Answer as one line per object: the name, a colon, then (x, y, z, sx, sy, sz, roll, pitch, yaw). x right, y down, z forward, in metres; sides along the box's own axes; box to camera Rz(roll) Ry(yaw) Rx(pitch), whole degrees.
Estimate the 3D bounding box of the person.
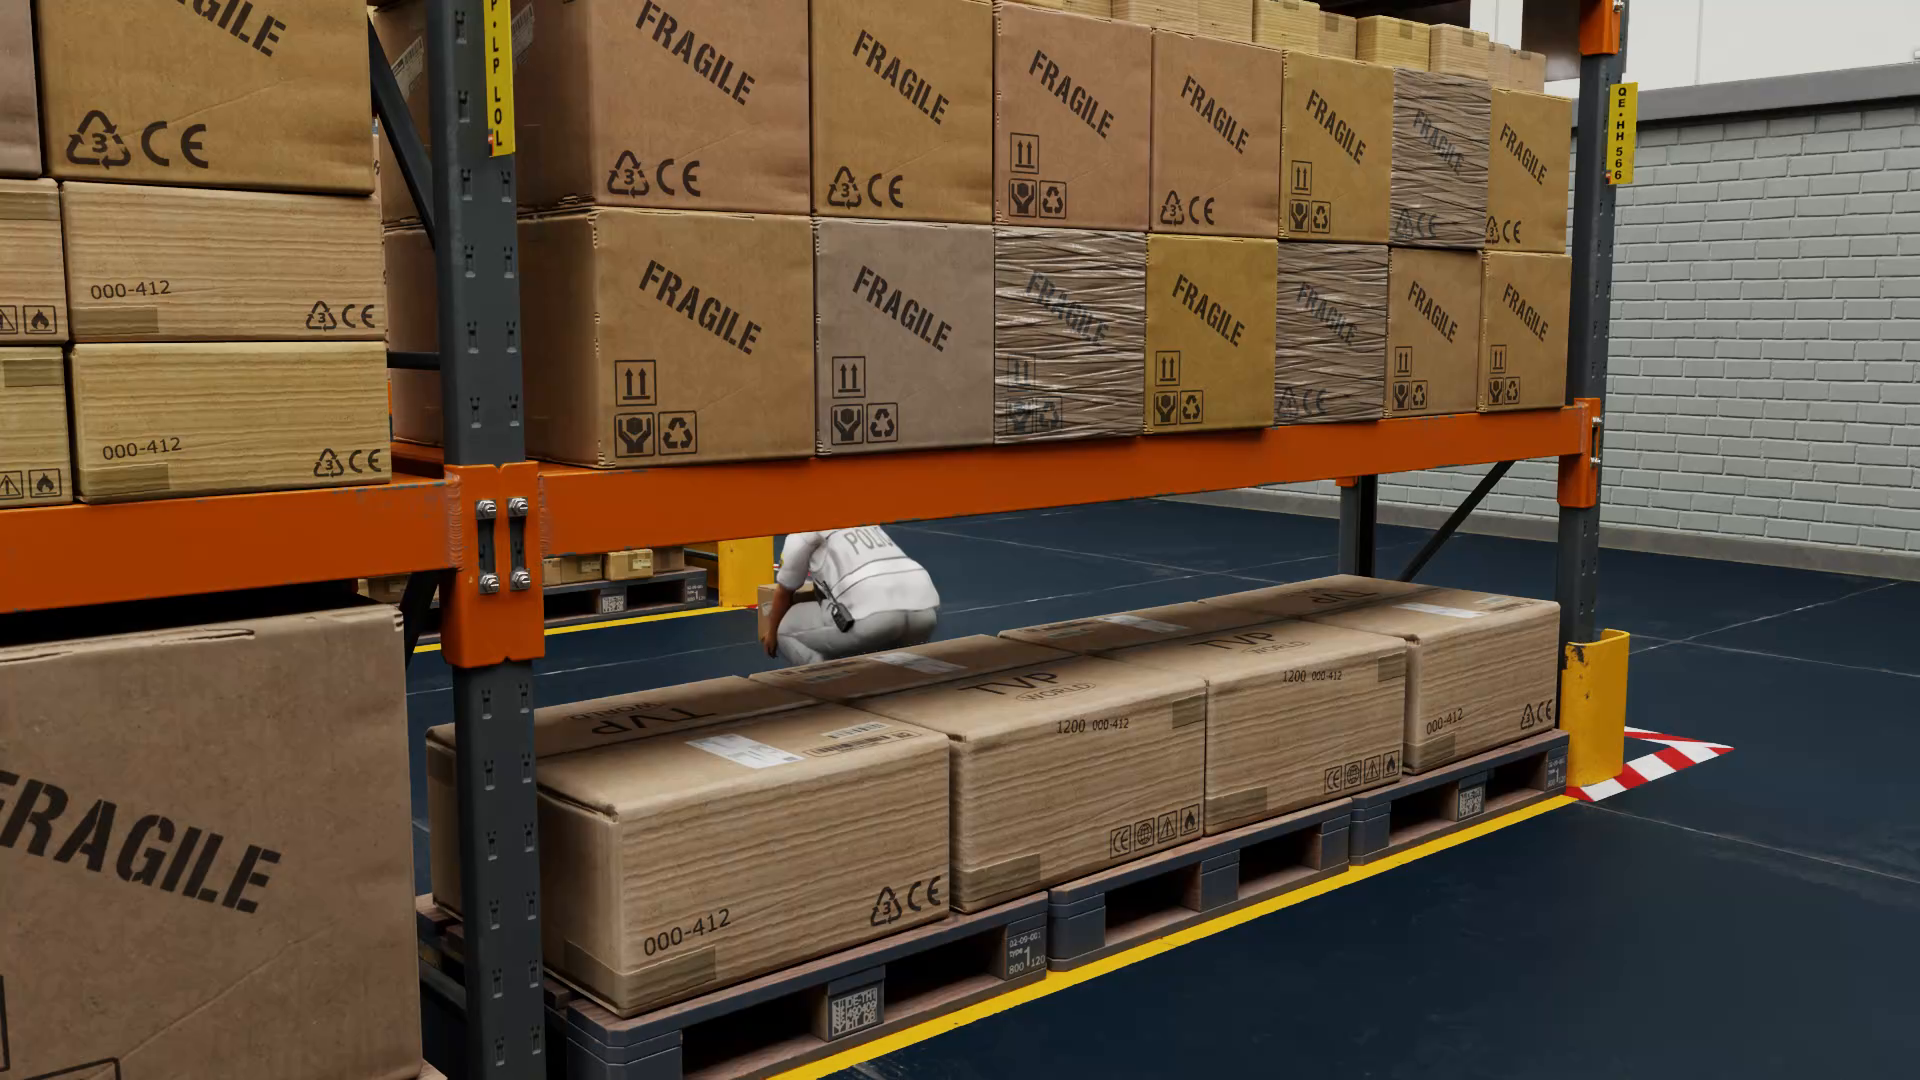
person: (-0.486, 0.220, 6.909, 0.519, 0.952, 0.849, -7, 10, -42)
